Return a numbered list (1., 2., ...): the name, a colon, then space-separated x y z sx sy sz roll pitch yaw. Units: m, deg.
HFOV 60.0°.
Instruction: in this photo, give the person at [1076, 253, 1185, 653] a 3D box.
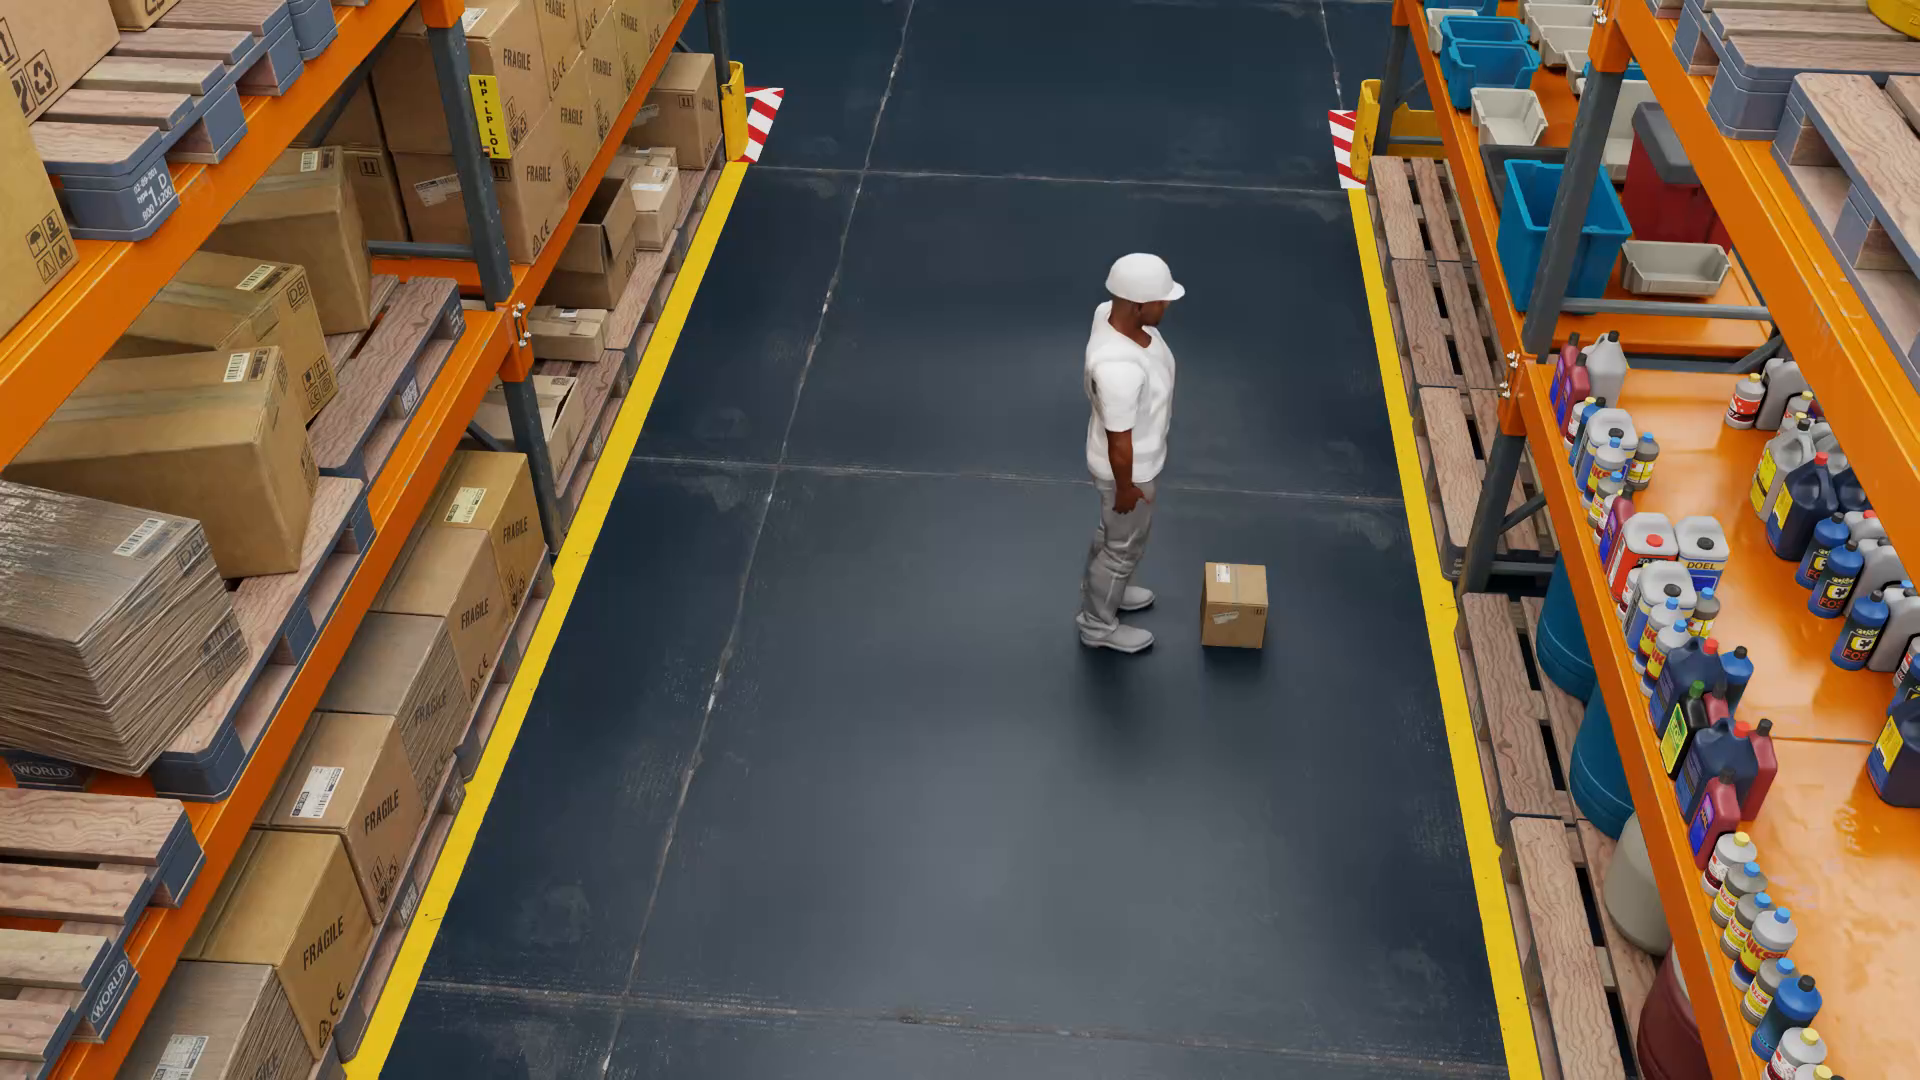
1. person: 0.652 -0.345 6.552 0.358 1.763 0.565 4 40 5
